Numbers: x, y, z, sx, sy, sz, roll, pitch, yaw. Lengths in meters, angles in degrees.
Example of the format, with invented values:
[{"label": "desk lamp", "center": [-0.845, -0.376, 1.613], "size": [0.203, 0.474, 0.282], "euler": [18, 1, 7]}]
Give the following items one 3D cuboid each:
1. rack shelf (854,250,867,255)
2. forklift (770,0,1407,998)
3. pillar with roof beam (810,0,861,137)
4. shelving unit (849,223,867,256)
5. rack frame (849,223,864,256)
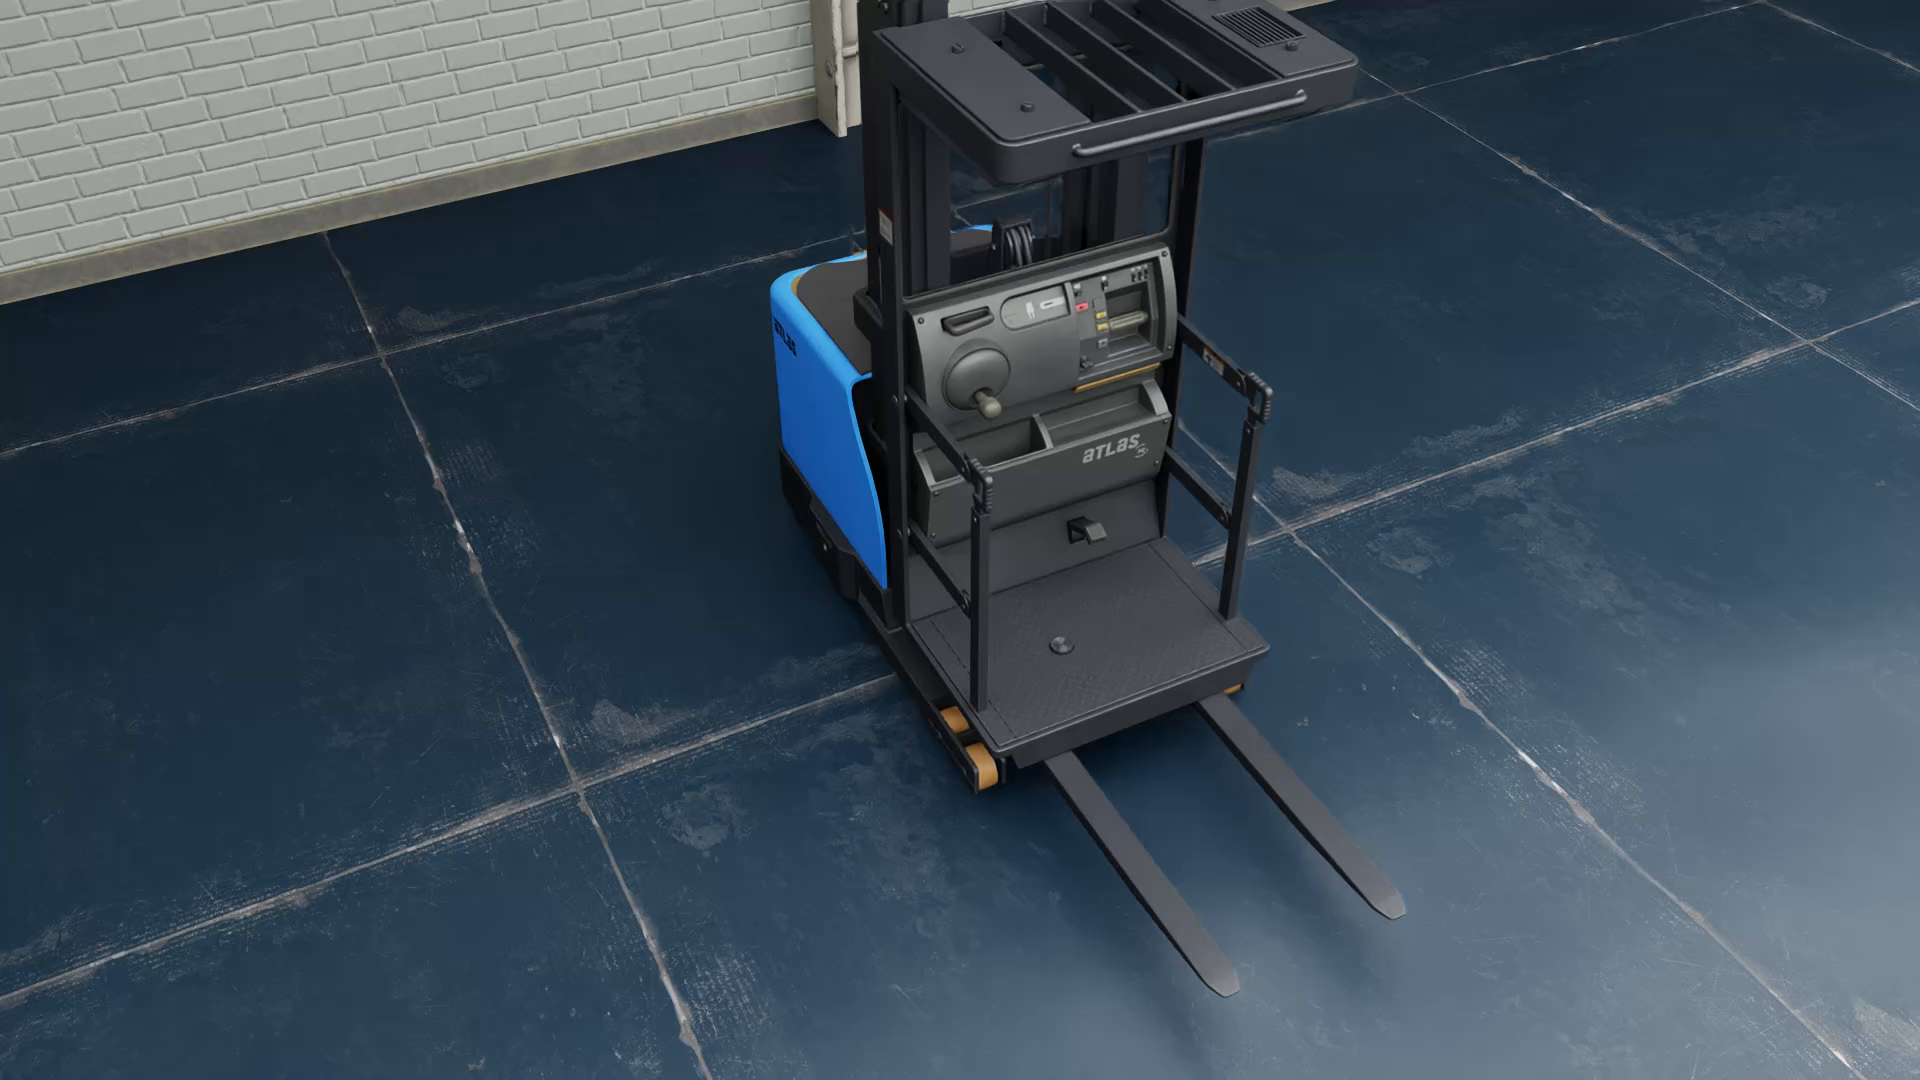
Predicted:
[{"label": "rack shelf", "center": [-0.284, -1.048, 6.752], "size": [0.240, 0.259, 0.215], "euler": [-18, 43, -20]}, {"label": "forklift", "center": [0.381, -0.588, 5.176], "size": [1.130, 2.935, 3.031], "euler": [-18, 43, -20]}, {"label": "pillar with roof beam", "center": [1.401, -3.404, 3.806], "size": [0.400, 9.000, 9.100], "euler": [-19, 44, -21]}, {"label": "shelving unit", "center": [-0.284, -0.839, 6.928], "size": [0.252, 1.050, 0.215], "euler": [-18, 43, -20]}, {"label": "rack frame", "center": [-0.393, -0.803, 6.886], "size": [0.008, 1.050, 0.200], "euler": [-18, 43, -20]}]
